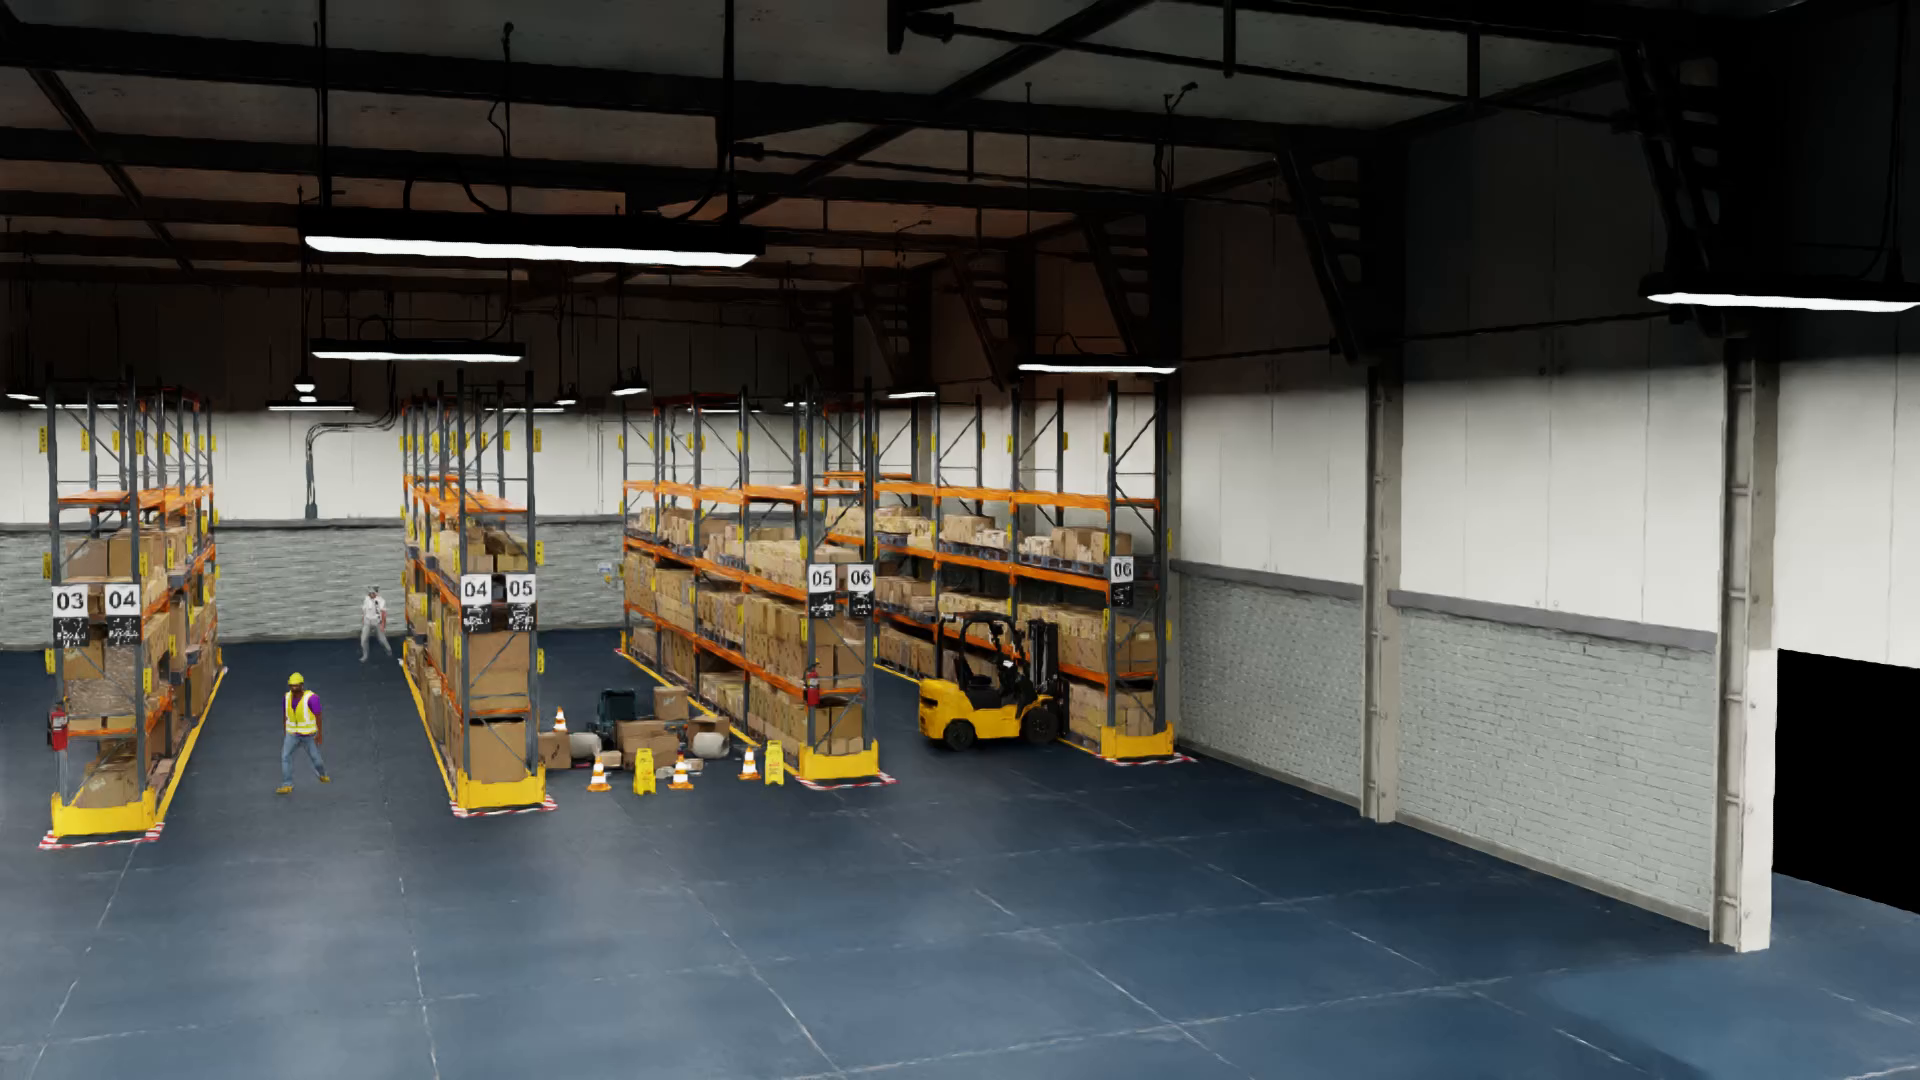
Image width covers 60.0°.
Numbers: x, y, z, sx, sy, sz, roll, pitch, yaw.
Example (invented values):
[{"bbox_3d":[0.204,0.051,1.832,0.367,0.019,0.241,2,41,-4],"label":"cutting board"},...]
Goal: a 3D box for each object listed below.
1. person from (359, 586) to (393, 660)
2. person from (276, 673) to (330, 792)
[{"bbox_3d":[-13.492,1.899,38.447,0.617,1.711,0.774,0,3,5],"label":"person"},{"bbox_3d":[-9.486,2.751,23.983,0.618,1.712,0.963,0,3,0],"label":"person"}]
